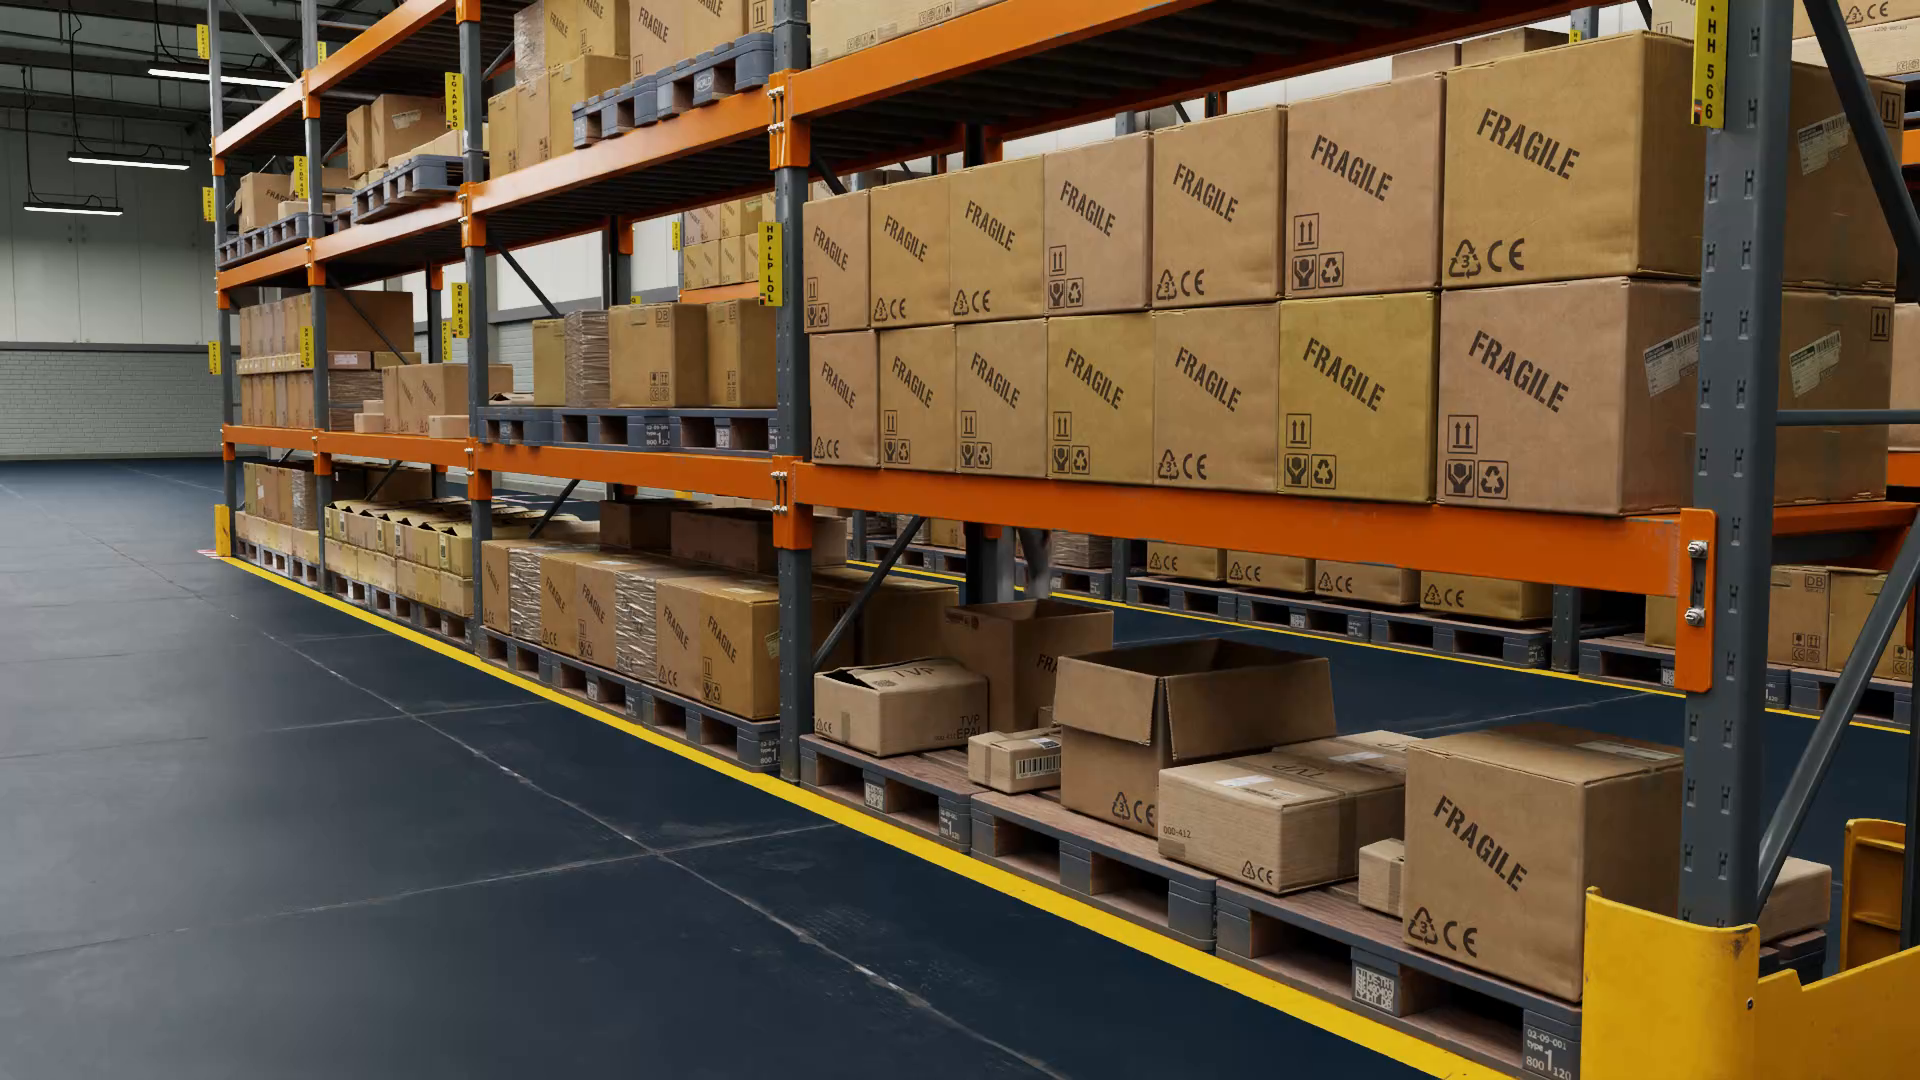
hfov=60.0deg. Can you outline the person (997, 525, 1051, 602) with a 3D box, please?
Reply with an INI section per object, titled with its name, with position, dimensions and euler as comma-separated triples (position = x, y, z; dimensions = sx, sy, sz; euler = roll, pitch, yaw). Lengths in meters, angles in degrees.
[person]
position = 0.320, -0.091, 9.786
dimensions = 0.469, 1.744, 0.571
euler = 1, 5, 7
